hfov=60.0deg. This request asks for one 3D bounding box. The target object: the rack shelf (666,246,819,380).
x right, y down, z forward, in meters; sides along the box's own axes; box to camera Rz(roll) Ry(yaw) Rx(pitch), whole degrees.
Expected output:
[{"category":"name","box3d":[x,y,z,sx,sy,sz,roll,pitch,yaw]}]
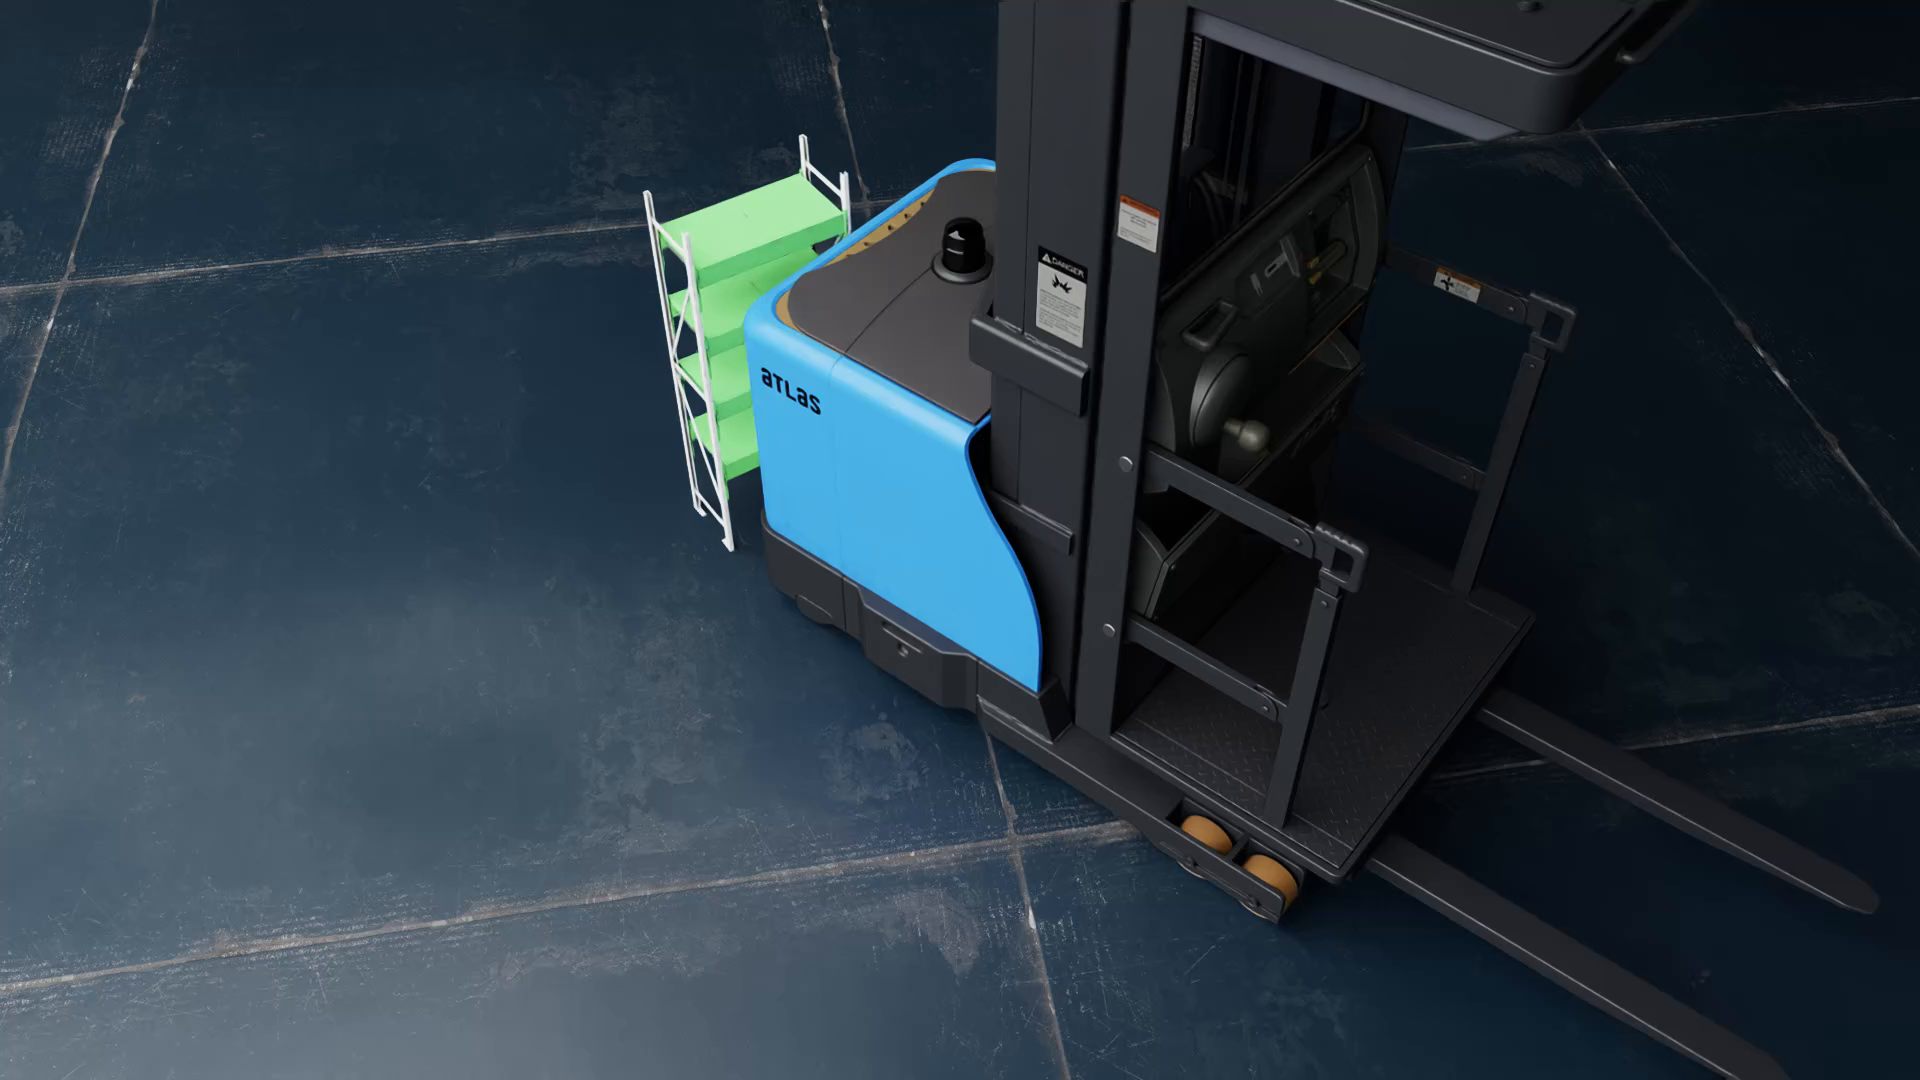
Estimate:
[{"category":"rack shelf","box3d":[-0.581,-0.676,4.823,0.480,0.148,0.258,-26,52,-23]}]

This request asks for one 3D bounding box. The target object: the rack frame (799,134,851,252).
[{"category":"rack frame","box3d":[-0.379,-0.653,5.046,0.015,1.200,0.240,-26,52,-23]}]

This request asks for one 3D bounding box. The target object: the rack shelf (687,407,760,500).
[{"category":"rack shelf","box3d":[-0.581,-0.343,5.169,0.480,0.148,0.258,-26,52,-23]}]

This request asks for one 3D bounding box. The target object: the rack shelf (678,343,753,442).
[{"category":"rack shelf","box3d":[-0.581,-0.509,4.996,0.480,0.148,0.258,-26,52,-23]}]

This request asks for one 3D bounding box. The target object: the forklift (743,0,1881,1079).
[{"category":"forklift","box3d":[0.879,-0.476,3.674,3.031,2.935,1.130,30,53,26]}]

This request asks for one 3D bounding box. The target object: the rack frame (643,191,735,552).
[{"category":"rack frame","box3d":[-0.782,-0.454,4.854,0.015,1.200,0.240,-26,52,-23]}]

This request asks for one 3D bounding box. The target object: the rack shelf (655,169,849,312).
[{"category":"rack shelf","box3d":[-0.581,-0.842,4.650,0.480,0.148,0.258,-26,52,-23]}]

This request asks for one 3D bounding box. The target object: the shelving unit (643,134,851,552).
[{"category":"shelving unit","box3d":[-0.581,-0.554,4.950,0.503,1.200,0.258,-26,52,-23]}]
